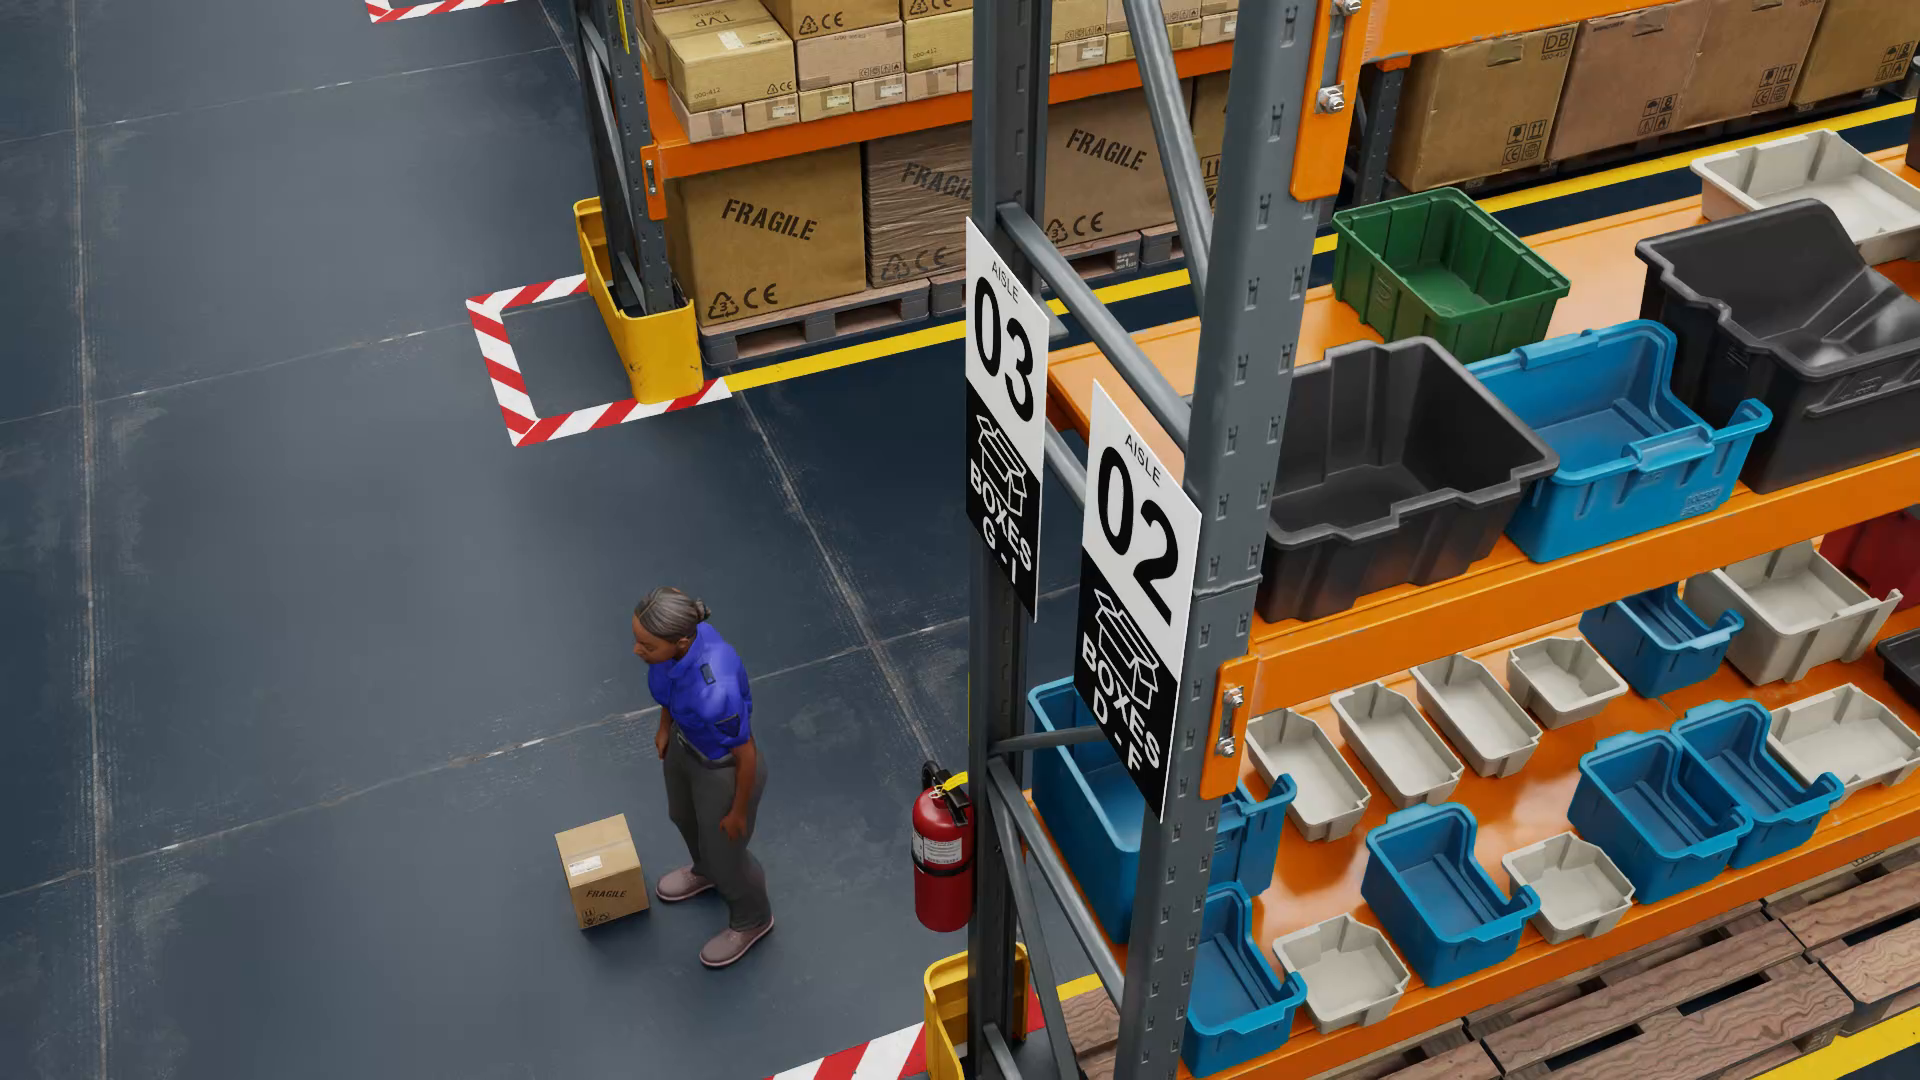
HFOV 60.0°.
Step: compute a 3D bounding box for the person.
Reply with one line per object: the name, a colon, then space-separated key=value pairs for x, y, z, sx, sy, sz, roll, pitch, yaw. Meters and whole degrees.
person: x=-0.828 y=0.724 z=5.359 sx=0.349 sy=1.655 sz=0.533 roll=-25 pitch=48 yaw=-26
